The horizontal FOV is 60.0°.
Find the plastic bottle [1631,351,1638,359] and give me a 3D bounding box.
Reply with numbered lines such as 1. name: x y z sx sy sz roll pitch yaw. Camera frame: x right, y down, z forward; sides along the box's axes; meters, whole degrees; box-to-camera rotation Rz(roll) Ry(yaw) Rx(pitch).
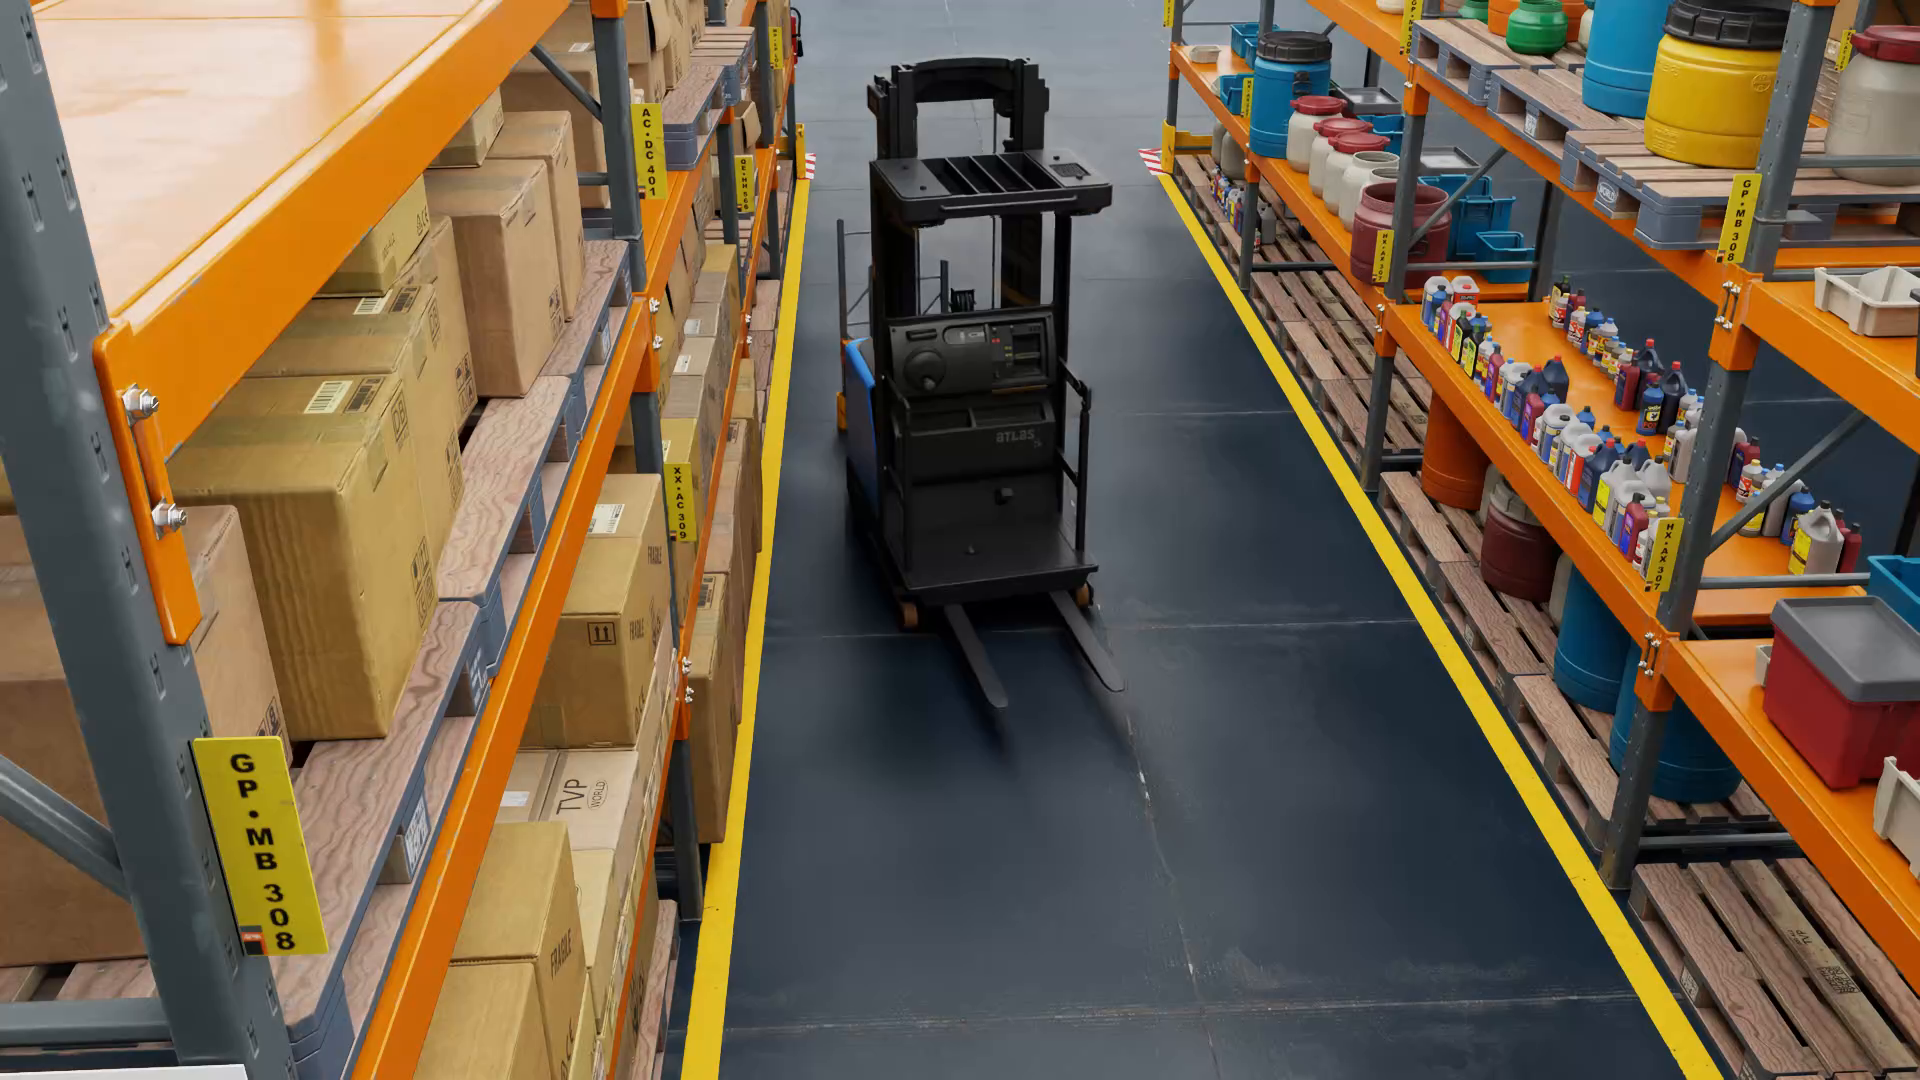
1. plastic bottle: 3.638 -0.919 8.895 0.061 0.283 0.133 -1 28 -3

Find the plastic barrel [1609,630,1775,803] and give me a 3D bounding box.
1. plastic barrel: 3.328 0.664 7.548 0.600 0.901 0.708 -1 28 -3

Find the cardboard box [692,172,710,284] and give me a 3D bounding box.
1. cardboard box: -1.794 -1.707 9.086 0.797 0.503 0.637 0 28 -1

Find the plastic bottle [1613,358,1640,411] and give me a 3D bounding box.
1. plastic bottle: 3.503 -0.831 8.725 0.061 0.283 0.133 -1 28 -3

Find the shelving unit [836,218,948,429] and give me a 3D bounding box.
1. shelving unit: -0.450 -1.277 11.076 0.587 1.500 1.083 -7 28 -13

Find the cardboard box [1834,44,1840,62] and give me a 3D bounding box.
1. cardboard box: 7.640 -4.093 14.044 0.380 0.149 0.250 -1 28 -3

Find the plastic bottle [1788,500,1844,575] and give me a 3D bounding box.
1. plastic bottle: 3.643 0.005 7.051 0.144 0.351 0.185 -1 28 -3

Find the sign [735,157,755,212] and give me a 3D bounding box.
1. sign: -1.261 -2.084 9.750 0.100 0.325 0.005 -1 28 -3

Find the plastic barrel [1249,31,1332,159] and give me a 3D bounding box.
1. plastic barrel: 2.639 -3.559 13.289 0.600 0.901 0.708 -1 28 -3

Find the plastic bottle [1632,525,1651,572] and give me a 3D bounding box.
1. plastic bottle: 2.963 0.033 7.158 0.097 0.201 0.097 0 28 0

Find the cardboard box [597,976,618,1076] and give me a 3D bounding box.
1. cardboard box: -1.168 1.368 4.656 0.380 0.149 0.250 -2 28 -4

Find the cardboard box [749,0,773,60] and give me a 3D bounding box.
1. cardboard box: -1.794 -4.237 13.618 0.500 0.500 0.500 -1 28 -3

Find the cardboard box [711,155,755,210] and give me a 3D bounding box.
1. cardboard box: -1.673 -2.455 11.422 0.500 0.250 0.500 -2 28 -4

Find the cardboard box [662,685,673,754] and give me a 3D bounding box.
1. cardboard box: -1.250 0.655 6.023 0.380 0.149 0.250 -1 28 -2

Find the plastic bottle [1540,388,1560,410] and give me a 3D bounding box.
1. plastic bottle: 2.952 -0.632 8.358 0.097 0.271 0.097 0 28 0

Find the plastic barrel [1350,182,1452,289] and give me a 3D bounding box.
1. plastic barrel: 2.804 -1.943 10.584 0.600 0.536 0.708 -1 28 -3

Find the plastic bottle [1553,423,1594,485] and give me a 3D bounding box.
1. plastic bottle: 2.944 -0.411 7.929 0.152 0.276 0.135 -1 28 -3

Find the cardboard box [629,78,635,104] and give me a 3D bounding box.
1. cardboard box: -1.574 -1.694 6.653 0.500 0.311 0.500 -2 28 -4

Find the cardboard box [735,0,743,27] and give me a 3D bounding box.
1. cardboard box: -1.612 -3.280 10.213 0.500 0.250 0.500 -1 28 -1

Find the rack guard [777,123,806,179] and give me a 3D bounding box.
1. rack guard: -2.229 -4.107 17.584 1.175 0.500 0.348 -1 28 -3

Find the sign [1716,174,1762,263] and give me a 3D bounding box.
1. sign: 2.790 -1.150 5.958 0.100 0.325 0.005 -1 28 -3

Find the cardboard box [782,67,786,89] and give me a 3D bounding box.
1. cardboard box: -1.829 -4.322 15.565 0.380 0.149 0.250 -1 28 -3

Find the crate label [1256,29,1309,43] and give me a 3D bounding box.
1. crate label: 3.079 -4.542 15.677 0.502 0.435 0.616 -1 28 -3

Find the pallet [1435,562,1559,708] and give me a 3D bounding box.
1. pallet: 3.274 0.486 9.090 1.003 0.211 1.213 -1 28 -3

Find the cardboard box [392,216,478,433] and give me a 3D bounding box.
1. cardboard box: -1.597 -0.460 3.975 0.700 0.500 0.500 0 28 0

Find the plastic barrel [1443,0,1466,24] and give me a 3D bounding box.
1. plastic barrel: 3.305 -3.612 10.147 0.600 0.901 0.600 0 28 0

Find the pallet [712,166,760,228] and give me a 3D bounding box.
1. pallet: -1.960 -2.384 11.785 1.003 0.211 1.213 -1 28 -3

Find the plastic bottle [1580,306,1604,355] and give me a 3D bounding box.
1. plastic bottle: 3.588 -1.192 9.430 0.097 0.271 0.097 0 28 0

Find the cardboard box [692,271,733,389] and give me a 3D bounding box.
1. cardboard box: -1.522 -1.148 9.099 0.500 0.500 0.500 -2 28 -3

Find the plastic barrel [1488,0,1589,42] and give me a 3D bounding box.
1. plastic barrel: 3.157 -3.120 8.826 0.600 0.830 0.708 -1 28 -3

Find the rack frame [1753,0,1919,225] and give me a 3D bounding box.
1. rack frame: 3.340 -2.488 5.290 1.000 3.000 0.127 -1 28 -3

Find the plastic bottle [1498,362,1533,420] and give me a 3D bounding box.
1. plastic bottle: 2.903 -0.772 8.621 0.152 0.276 0.135 -1 28 -3

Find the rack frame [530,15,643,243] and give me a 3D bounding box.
1. rack frame: -1.607 -2.369 5.060 1.000 3.000 0.127 -1 28 -3

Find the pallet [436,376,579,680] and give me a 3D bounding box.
1. pallet: -1.514 -0.059 3.972 1.003 0.211 1.213 -1 28 -3

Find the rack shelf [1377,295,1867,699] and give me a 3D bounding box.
1. rack shelf: 3.235 -0.433 8.614 1.077 0.370 4.000 -1 28 -3

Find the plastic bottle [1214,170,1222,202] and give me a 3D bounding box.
1. plastic bottle: 2.490 -3.411 16.008 0.061 0.283 0.133 -1 28 -2

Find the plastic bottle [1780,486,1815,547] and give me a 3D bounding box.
1. plastic bottle: 3.710 -0.110 7.357 0.097 0.271 0.097 0 28 0

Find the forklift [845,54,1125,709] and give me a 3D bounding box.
1. forklift: 0.129 -0.990 8.979 1.130 2.935 3.031 -7 28 -13

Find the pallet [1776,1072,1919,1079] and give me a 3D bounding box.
1. pallet: 3.483 2.311 5.590 1.003 0.211 1.213 -1 28 -3

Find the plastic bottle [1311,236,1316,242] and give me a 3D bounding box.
1. plastic bottle: 3.192 -2.817 14.869 0.061 0.283 0.133 -1 28 -3

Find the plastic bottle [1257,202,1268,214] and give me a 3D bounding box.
1. plastic bottle: 2.737 -2.904 15.045 0.152 0.276 0.135 -1 28 -3

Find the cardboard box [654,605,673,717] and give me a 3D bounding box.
1. cardboard box: -1.322 0.423 6.035 0.500 0.250 0.500 -2 28 -4

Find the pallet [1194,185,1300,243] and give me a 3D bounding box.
1. pallet: 2.862 -3.162 16.085 1.003 0.211 1.213 -1 28 -3

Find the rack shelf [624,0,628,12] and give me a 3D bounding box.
1. rack shelf: -1.711 -2.796 7.090 1.077 0.370 4.000 -1 28 -3

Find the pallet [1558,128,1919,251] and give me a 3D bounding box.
1. pallet: 3.201 -1.434 6.717 1.213 0.211 1.003 -1 28 -3

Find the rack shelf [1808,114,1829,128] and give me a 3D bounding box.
1. rack shelf: 7.764 -4.245 15.924 1.077 0.370 4.000 -1 28 -3

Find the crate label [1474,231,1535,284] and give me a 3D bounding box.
1. crate label: 3.483 -1.805 10.648 0.303 0.233 0.416 -1 28 -3

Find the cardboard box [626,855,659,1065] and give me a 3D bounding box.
1. cardboard box: -1.652 1.354 6.254 0.875 0.875 0.875 -1 28 -3

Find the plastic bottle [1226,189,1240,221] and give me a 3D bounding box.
1. plastic bottle: 2.569 -3.114 15.446 0.152 0.276 0.135 -1 28 -2

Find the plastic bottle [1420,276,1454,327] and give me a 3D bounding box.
1. plastic bottle: 2.830 -1.413 9.849 0.152 0.276 0.135 -1 28 -3

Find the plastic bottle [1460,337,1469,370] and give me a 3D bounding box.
1. plastic bottle: 2.840 -1.050 9.235 0.097 0.201 0.097 0 28 0
